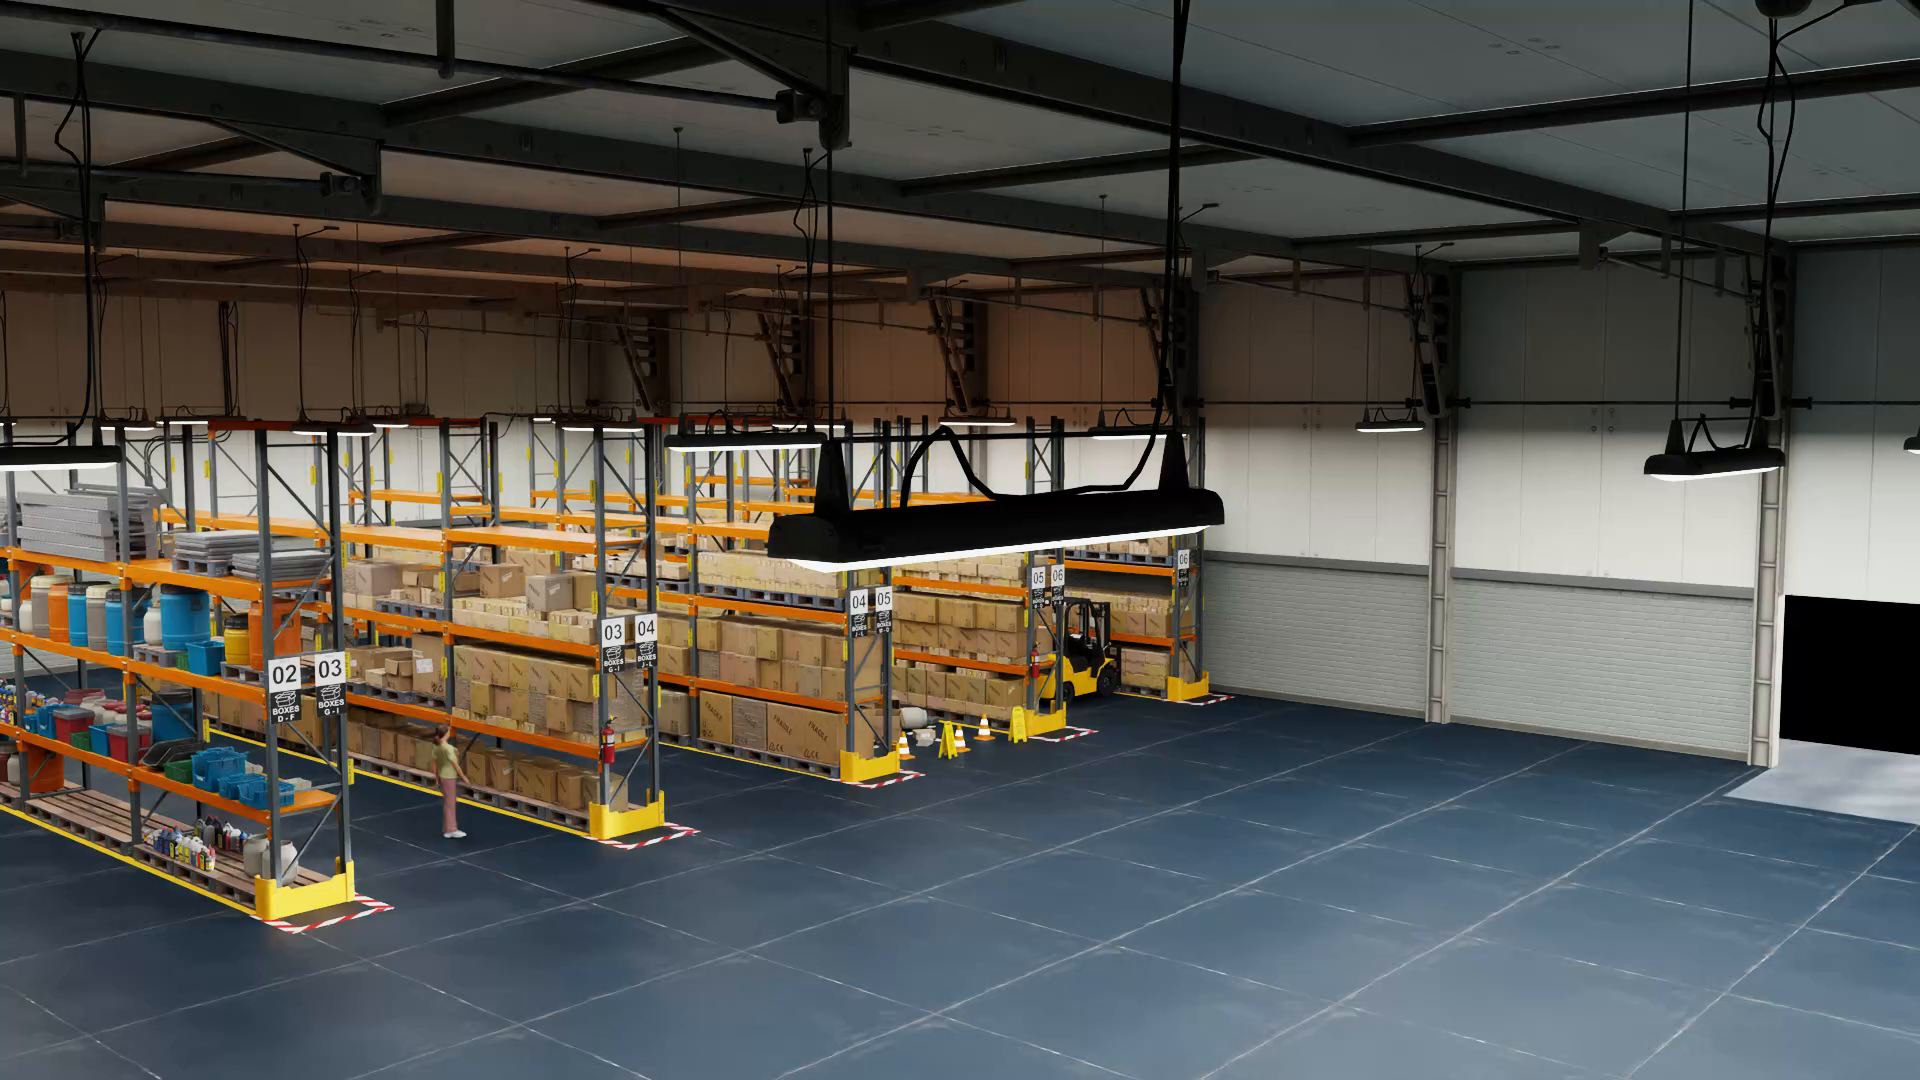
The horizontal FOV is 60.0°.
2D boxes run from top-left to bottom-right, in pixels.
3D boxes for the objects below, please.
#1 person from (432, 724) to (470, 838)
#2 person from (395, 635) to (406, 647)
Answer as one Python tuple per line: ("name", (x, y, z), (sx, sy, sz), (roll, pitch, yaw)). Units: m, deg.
("person", (-7.411, 3.501, 24.183), (0.498, 1.702, 0.520), (-2, 5, -26))
("person", (-13.621, 2.200, 40.220), (0.495, 1.603, 0.363), (-3, 6, -35))
